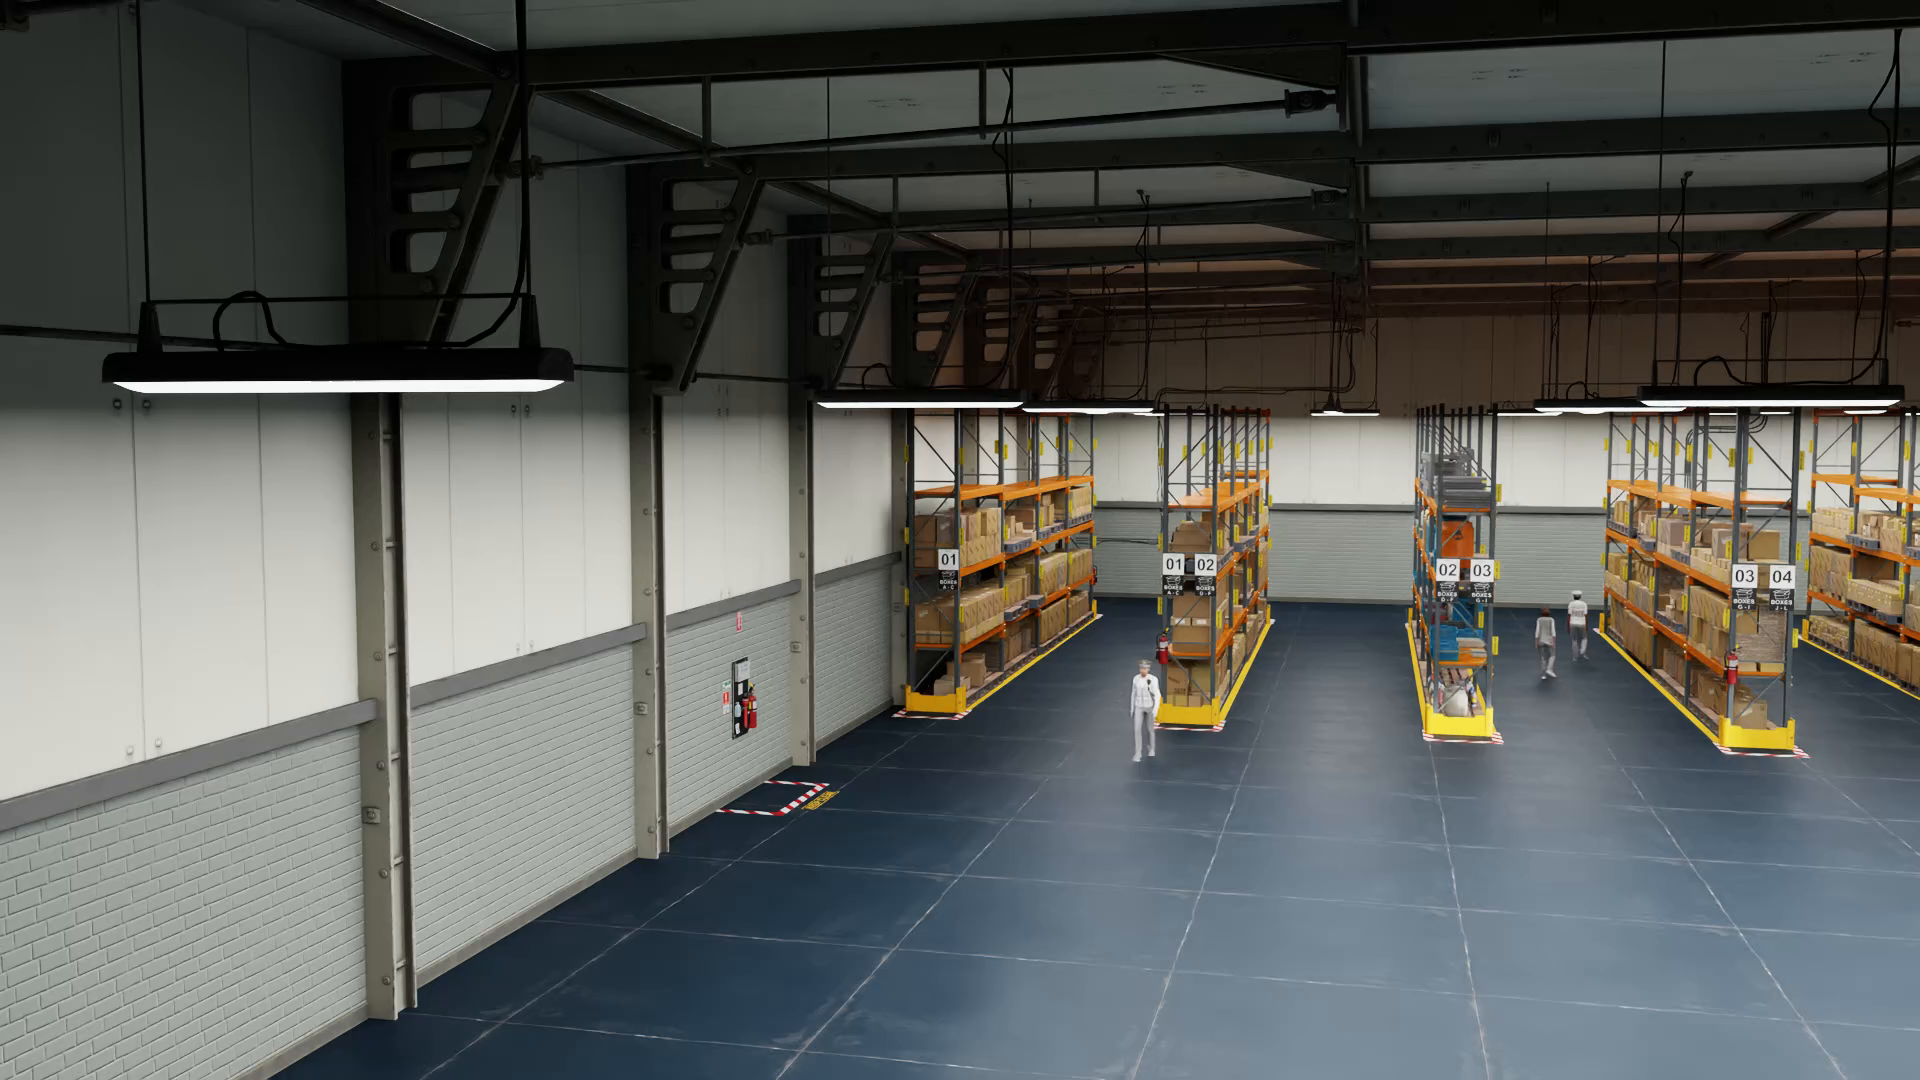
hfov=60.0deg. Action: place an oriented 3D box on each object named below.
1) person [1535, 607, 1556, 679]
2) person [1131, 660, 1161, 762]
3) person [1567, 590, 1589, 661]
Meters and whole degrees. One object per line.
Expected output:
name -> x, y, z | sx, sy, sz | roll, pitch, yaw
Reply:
person -> 12.882, 2.322, 36.577 | 0.459, 1.486, 0.428 | 1, 4, 19
person -> 3.113, 2.856, 28.017 | 0.543, 1.686, 0.638 | 2, 5, 25
person -> 14.593, 2.034, 39.251 | 0.505, 1.673, 0.473 | 1, 4, 15
